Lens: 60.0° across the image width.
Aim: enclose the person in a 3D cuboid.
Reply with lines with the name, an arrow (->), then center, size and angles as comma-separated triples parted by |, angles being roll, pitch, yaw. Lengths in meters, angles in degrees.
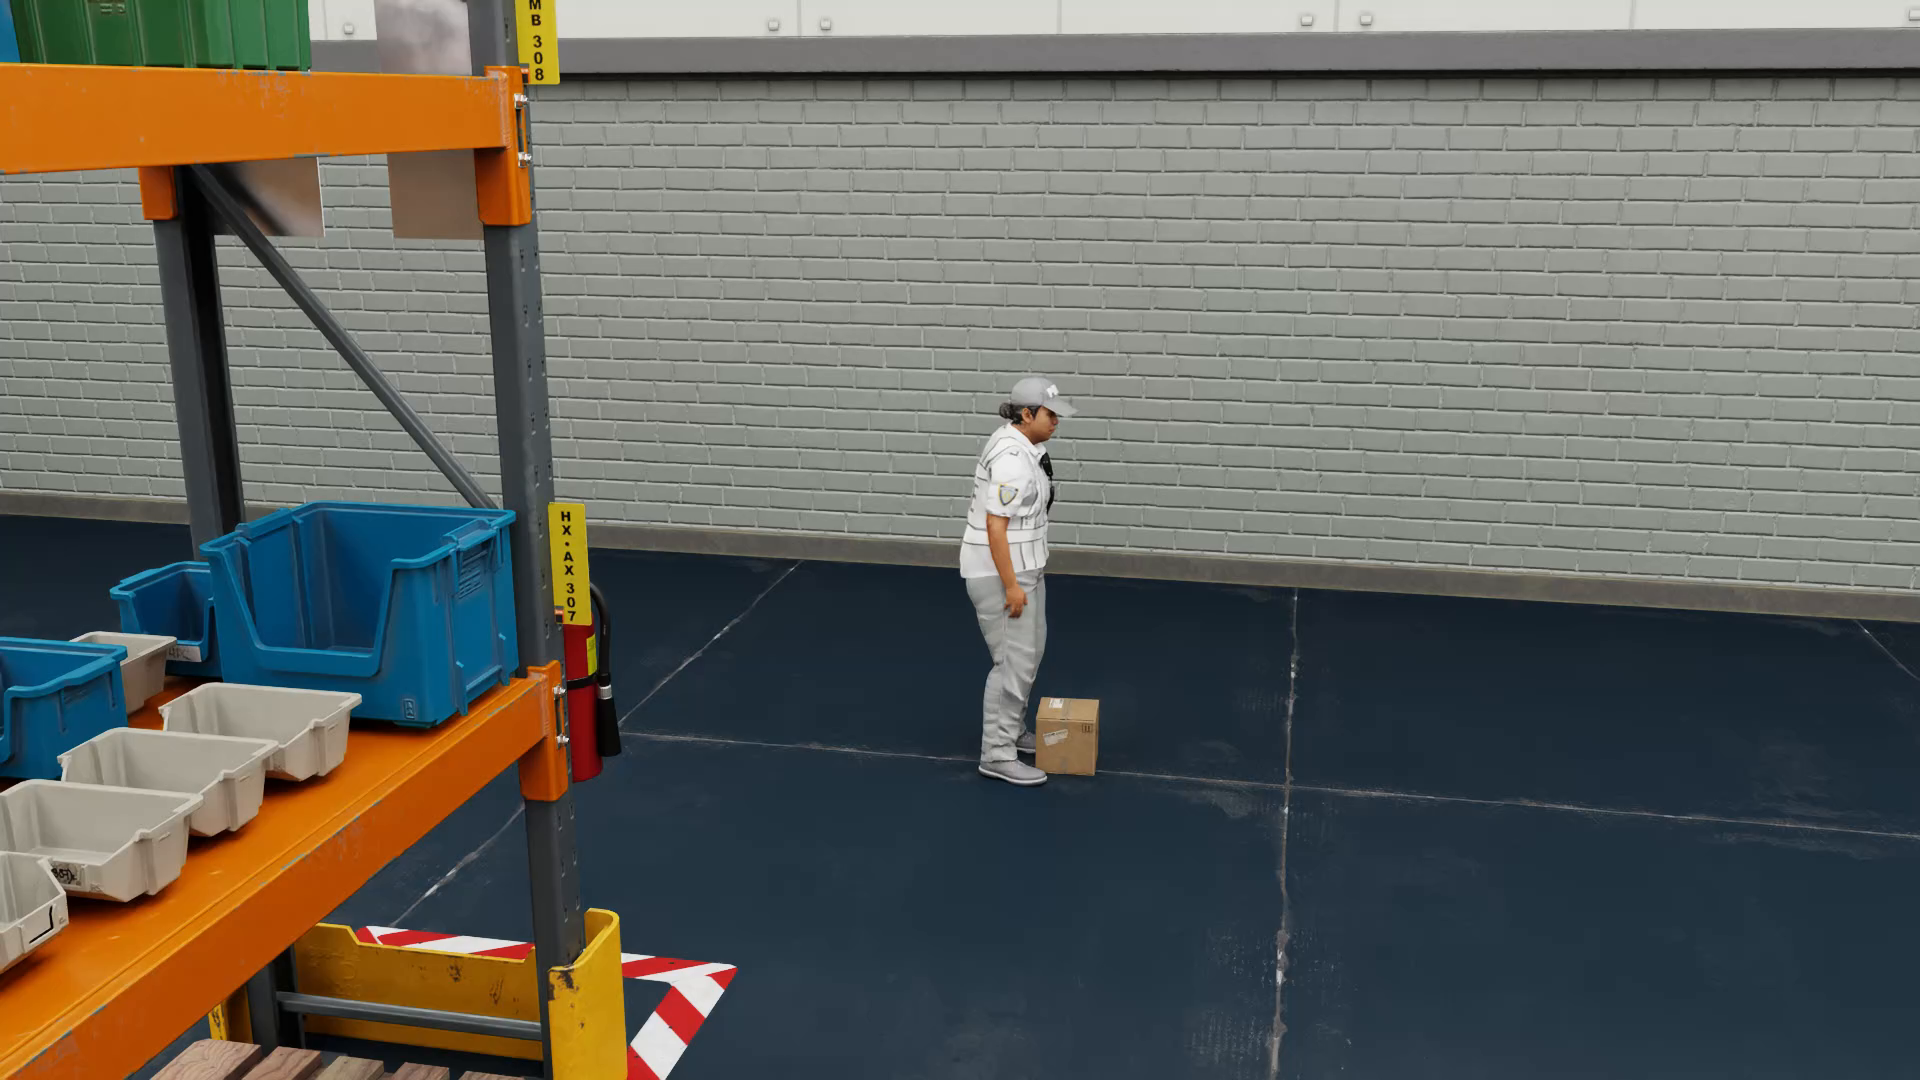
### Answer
person -> 0.243, 0.146, 6.947 | 0.468, 1.666, 0.541 | 3, 15, 11
